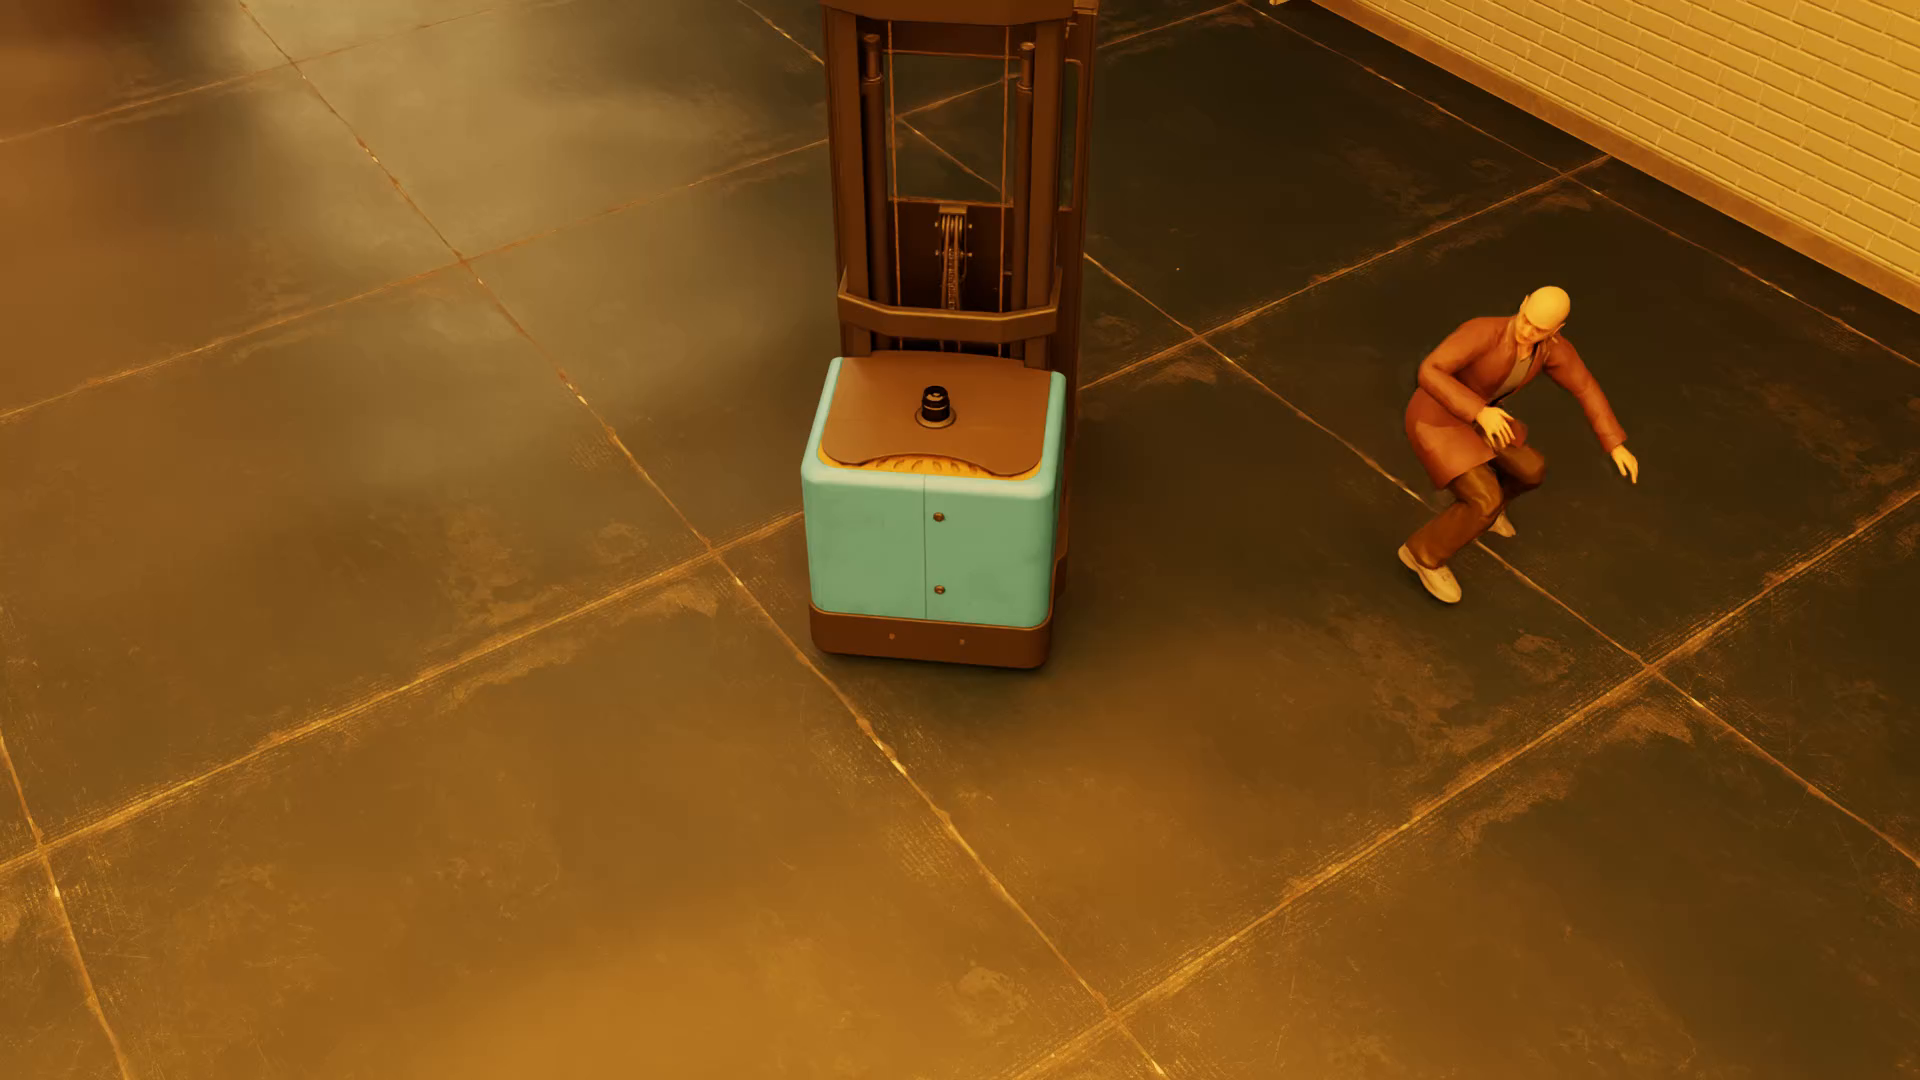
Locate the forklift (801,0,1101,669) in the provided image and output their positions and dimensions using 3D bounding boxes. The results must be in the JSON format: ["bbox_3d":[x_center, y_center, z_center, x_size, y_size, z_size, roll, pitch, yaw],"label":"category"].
[{"bbox_3d":[0.026,-1.522,7.367,1.130,2.935,3.031,4,43,5],"label":"forklift"}]

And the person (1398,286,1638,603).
[{"bbox_3d":[2.375,-0.408,7.252,0.847,1.534,0.912,-27,49,-26],"label":"person"}]
